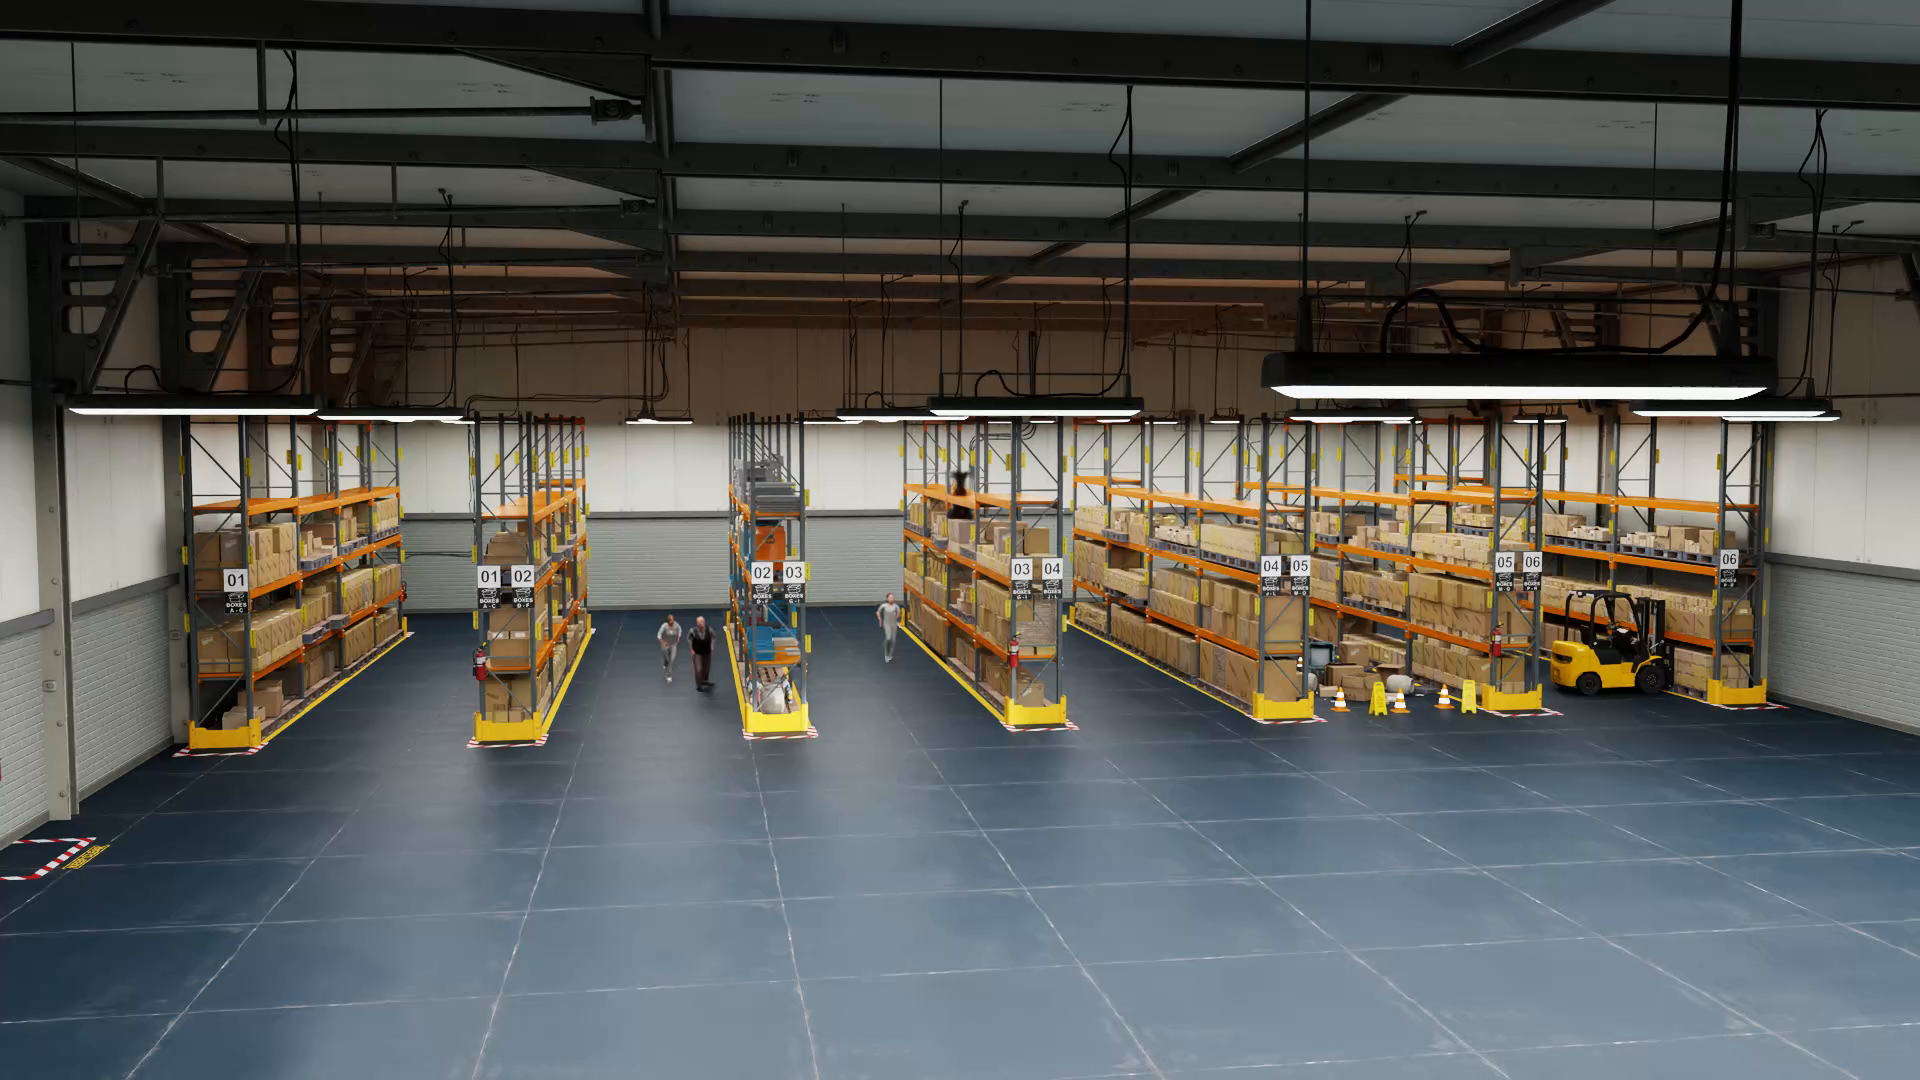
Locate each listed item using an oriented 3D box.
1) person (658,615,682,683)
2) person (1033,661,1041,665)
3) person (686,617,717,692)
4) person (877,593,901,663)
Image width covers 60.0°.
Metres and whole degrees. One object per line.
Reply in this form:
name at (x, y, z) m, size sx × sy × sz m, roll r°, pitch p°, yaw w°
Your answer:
person at (-6.581, 2.443, 37.571) m, size 0.550 × 1.516 × 0.866 m, roll -2°, pitch 4°, yaw -24°
person at (1.978, 2.186, 40.147) m, size 0.589 × 1.682 × 0.721 m, roll -1°, pitch 4°, yaw -10°
person at (-5.577, 2.459, 36.077) m, size 0.698 × 1.643 × 0.904 m, roll -2°, pitch 4°, yaw -26°
person at (-1.710, 2.132, 40.554) m, size 0.540 × 1.686 × 0.698 m, roll -1°, pitch 4°, yaw -16°
